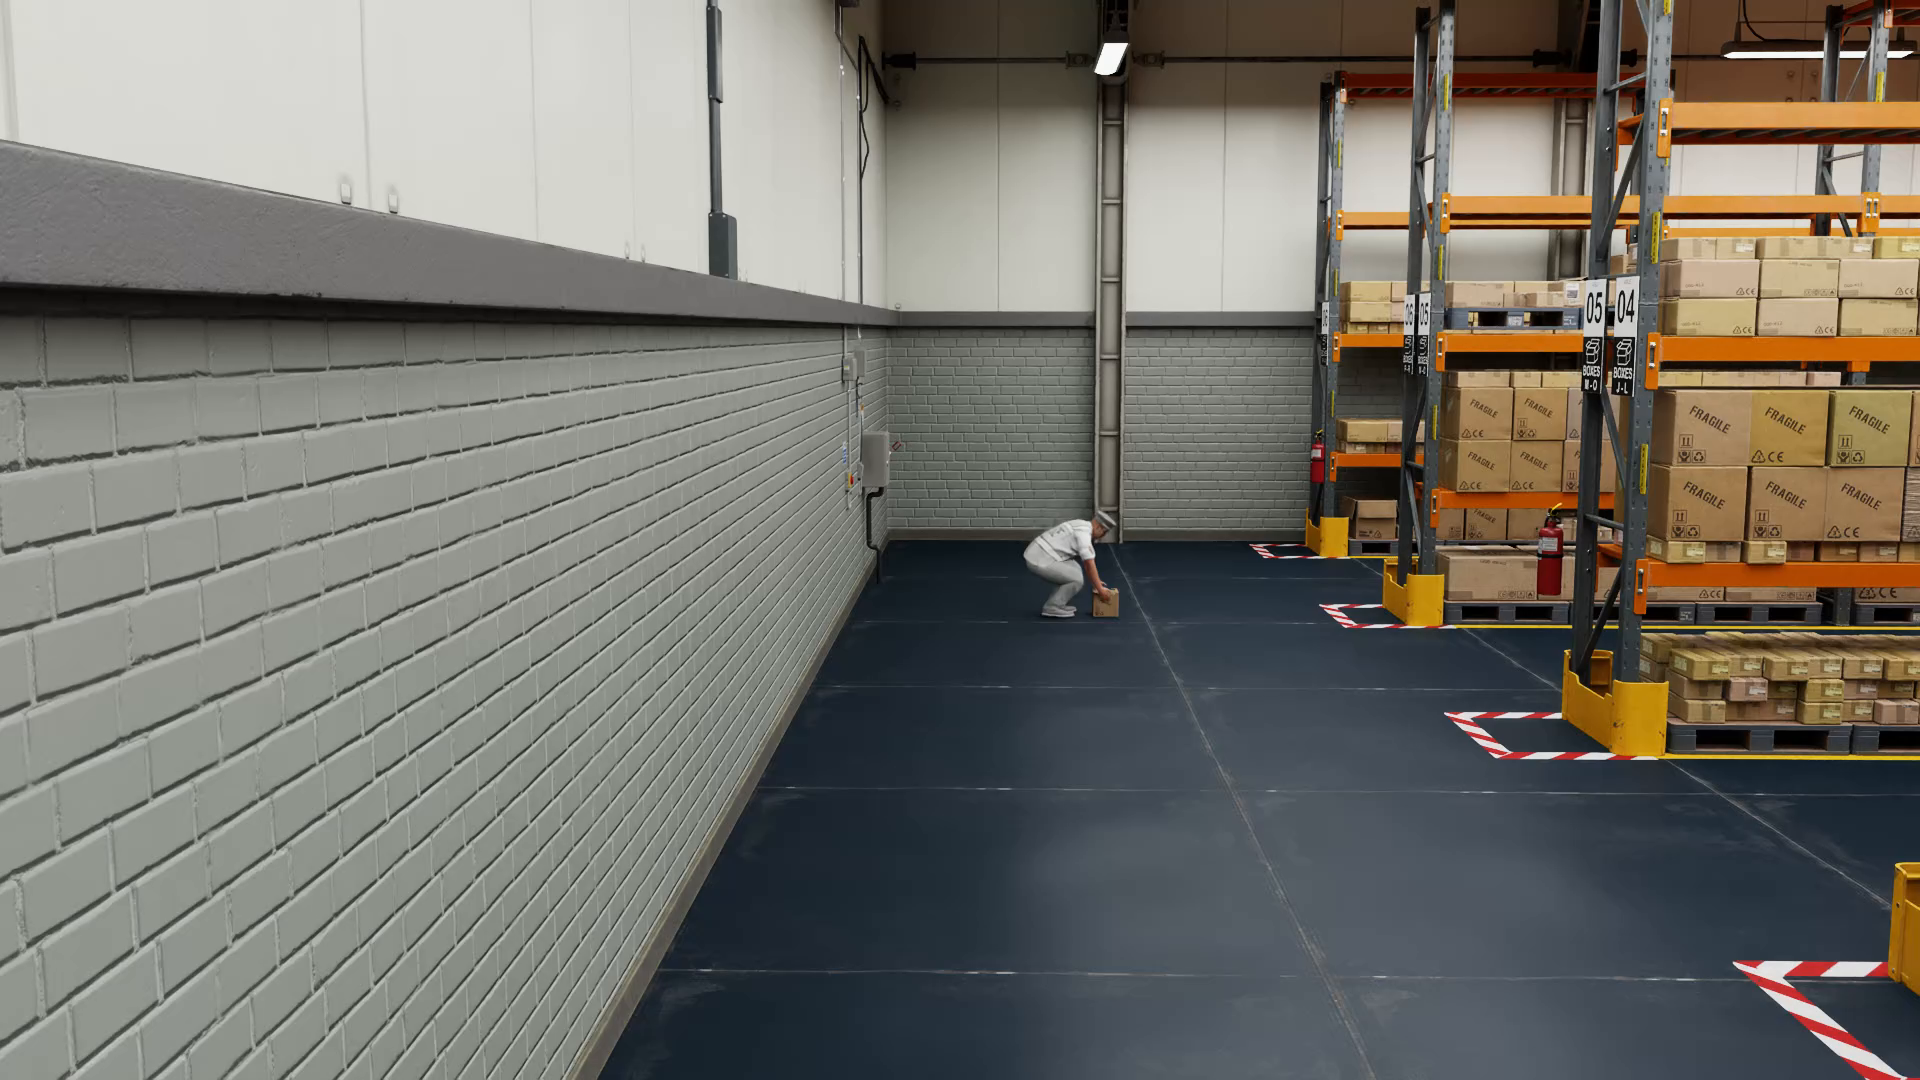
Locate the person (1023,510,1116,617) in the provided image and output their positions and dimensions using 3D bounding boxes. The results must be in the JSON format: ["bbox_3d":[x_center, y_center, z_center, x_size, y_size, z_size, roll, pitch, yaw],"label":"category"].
[{"bbox_3d":[1.106,0.231,16.730,0.938,1.052,0.571,0,7,1],"label":"person"}]
